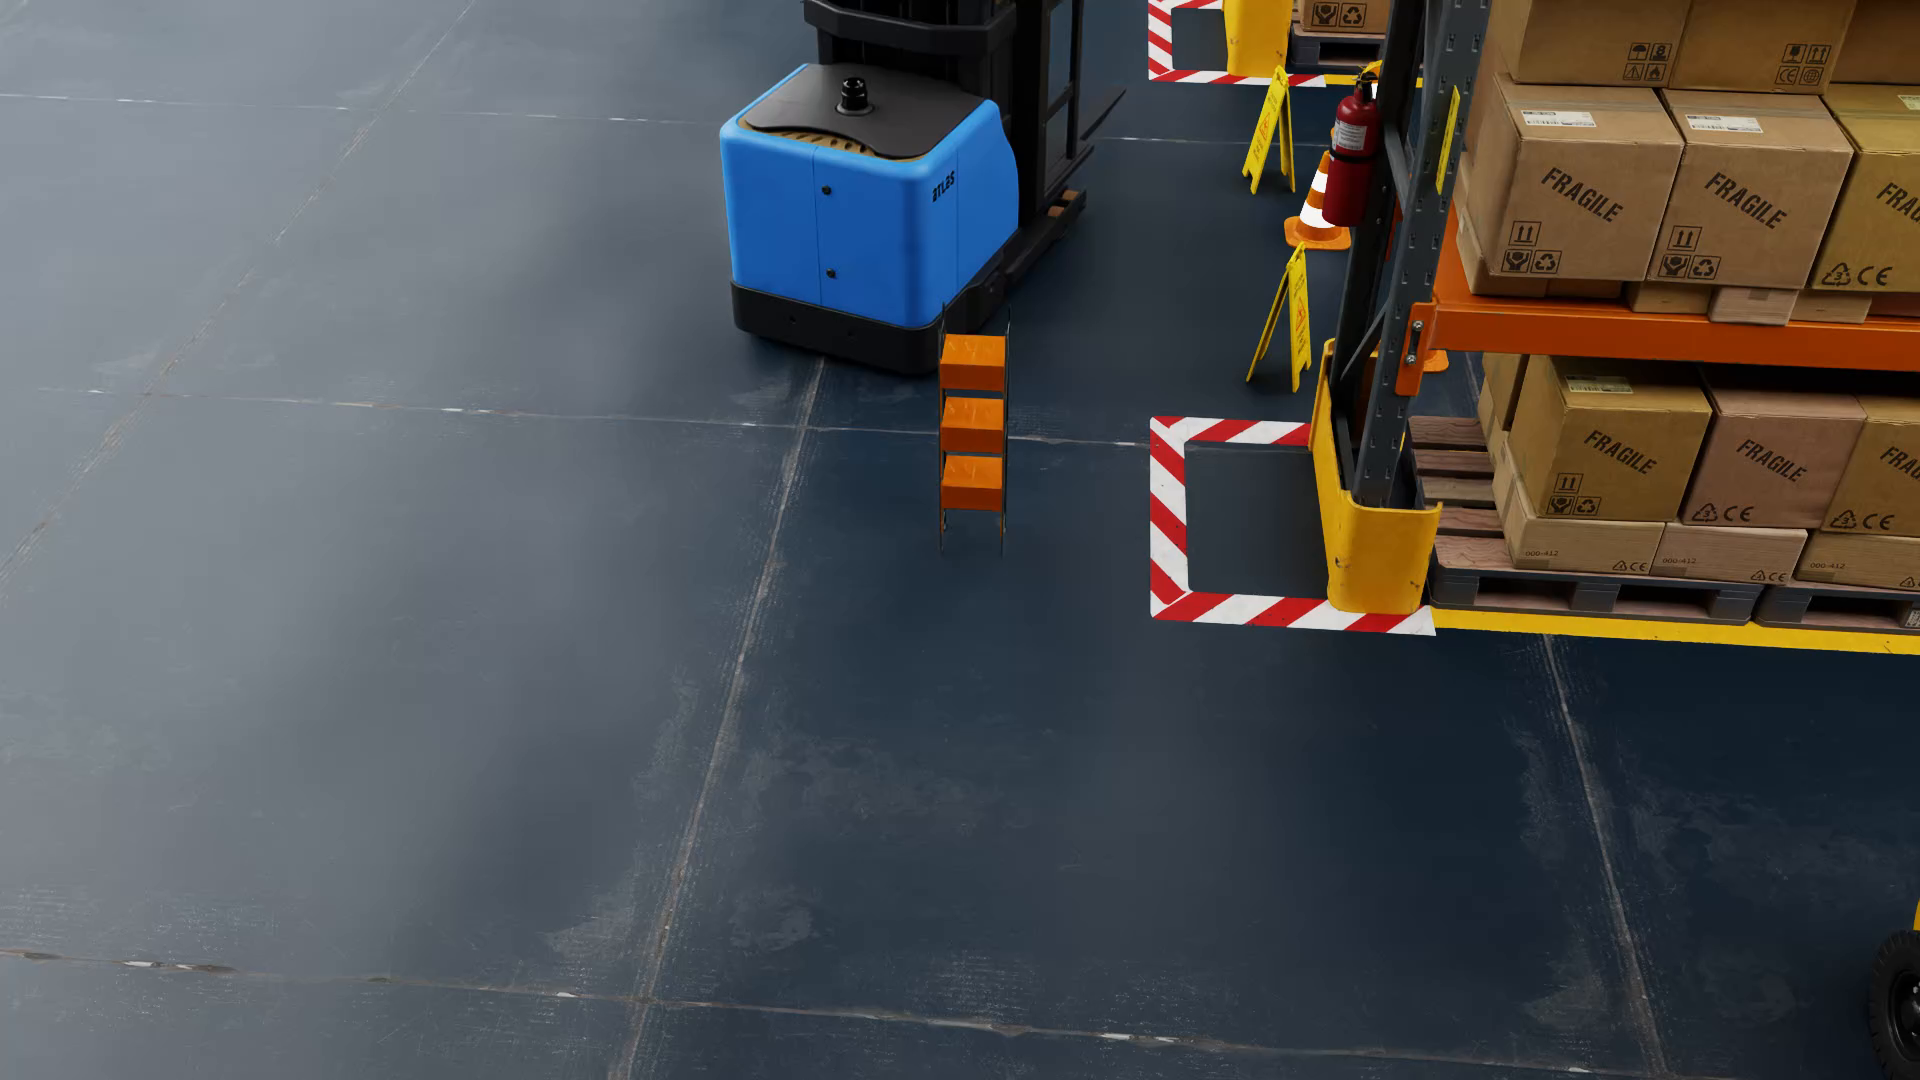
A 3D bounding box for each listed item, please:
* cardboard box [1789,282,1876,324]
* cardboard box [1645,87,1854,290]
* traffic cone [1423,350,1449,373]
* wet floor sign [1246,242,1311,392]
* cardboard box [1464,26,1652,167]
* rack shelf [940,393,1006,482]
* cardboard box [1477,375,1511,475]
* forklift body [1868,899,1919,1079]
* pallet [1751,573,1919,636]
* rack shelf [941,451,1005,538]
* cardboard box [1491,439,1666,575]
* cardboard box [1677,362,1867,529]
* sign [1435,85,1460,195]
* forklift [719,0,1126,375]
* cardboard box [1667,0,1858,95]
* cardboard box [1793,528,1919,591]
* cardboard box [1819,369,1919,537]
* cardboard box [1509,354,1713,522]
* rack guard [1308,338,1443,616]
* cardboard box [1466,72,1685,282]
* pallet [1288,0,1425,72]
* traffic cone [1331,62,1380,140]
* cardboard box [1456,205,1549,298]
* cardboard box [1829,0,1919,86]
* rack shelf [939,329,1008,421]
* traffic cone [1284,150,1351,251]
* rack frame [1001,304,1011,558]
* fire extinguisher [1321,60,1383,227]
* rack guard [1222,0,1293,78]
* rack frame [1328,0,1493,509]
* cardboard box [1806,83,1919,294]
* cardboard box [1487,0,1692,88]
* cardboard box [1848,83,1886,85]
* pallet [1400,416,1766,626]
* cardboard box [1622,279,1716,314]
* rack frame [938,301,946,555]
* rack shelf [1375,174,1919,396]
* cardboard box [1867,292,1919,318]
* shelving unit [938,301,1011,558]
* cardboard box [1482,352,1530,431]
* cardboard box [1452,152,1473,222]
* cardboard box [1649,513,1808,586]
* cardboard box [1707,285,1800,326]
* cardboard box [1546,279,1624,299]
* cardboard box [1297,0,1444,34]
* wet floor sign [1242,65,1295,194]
[{"bbox_3d":[2.908,-0.900,5.650,0.250,0.149,0.380,4,39,5],"label":"cardboard box"},{"bbox_3d":[2.532,-1.180,5.480,0.500,0.500,0.500,4,39,5],"label":"cardboard box"},{"bbox_3d":[2.107,-1.056,7.653,0.334,0.463,0.336,3,39,4],"label":"traffic cone"},{"bbox_3d":[1.471,-1.023,7.466,0.232,0.644,0.267,16,42,19],"label":"wet floor sign"},{"bbox_3d":[2.132,-1.550,5.935,0.500,0.500,0.500,2,39,3],"label":"cardboard box"},{"bbox_3d":[0.053,-0.396,6.393,0.240,0.259,0.215,3,39,4],"label":"rack shelf"},{"bbox_3d":[2.420,-0.473,6.771,0.500,0.250,0.500,3,39,4],"label":"cardboard box"},{"bbox_3d":[3.190,1.155,3.599,1.214,2.155,2.313,3,39,4],"label":"forklift body"},{"bbox_3d":[3.662,-0.032,6.594,1.213,0.211,1.003,3,39,4],"label":"pallet"},{"bbox_3d":[0.053,-0.180,6.568,0.240,0.259,0.215,3,39,4],"label":"rack shelf"},{"bbox_3d":[2.347,-0.131,6.352,0.500,0.250,0.500,3,39,3],"label":"cardboard box"},{"bbox_3d":[2.892,-0.395,6.082,0.500,0.500,0.500,2,39,2],"label":"cardboard box"},{"bbox_3d":[1.521,-1.247,5.191,0.005,0.325,0.100,3,39,4],"label":"sign"},{"bbox_3d":[0.014,-2.812,7.854,1.130,2.935,3.031,17,42,19],"label":"forklift"},{"bbox_3d":[2.599,-1.872,5.537,0.500,0.500,0.700,3,39,4],"label":"cardboard box"},{"bbox_3d":[3.400,-0.077,6.285,0.500,0.250,0.500,6,39,7],"label":"cardboard box"},{"bbox_3d":[3.392,-0.363,6.042,0.500,0.500,0.500,4,39,5],"label":"cardboard box"},{"bbox_3d":[2.371,-0.421,6.114,0.500,0.500,0.500,2,39,2],"label":"cardboard box"},{"bbox_3d":[1.643,-0.279,6.668,0.348,0.500,1.175,3,39,4],"label":"rack guard"},{"bbox_3d":[2.016,-1.206,5.512,0.500,0.500,0.500,3,39,3],"label":"cardboard box"},{"bbox_3d":[2.697,-3.295,10.602,1.213,0.211,1.003,3,39,4],"label":"pallet"},{"bbox_3d":[2.301,-2.465,9.383,0.334,0.463,0.336,3,39,4],"label":"traffic cone"},{"bbox_3d":[1.888,-1.006,5.780,0.250,0.149,0.380,3,39,4],"label":"cardboard box"},{"bbox_3d":[3.116,-1.908,5.583,0.500,0.500,0.700,3,39,3],"label":"cardboard box"},{"bbox_3d":[0.053,-0.616,6.214,0.240,0.259,0.215,3,39,4],"label":"rack shelf"},{"bbox_3d":[1.864,-1.773,8.533,0.334,0.463,0.336,3,39,4],"label":"traffic cone"},{"bbox_3d":[0.175,-0.398,6.378,0.008,1.050,0.200,3,39,4],"label":"rack frame"},{"bbox_3d":[1.493,-1.518,6.272,0.183,0.674,0.296,3,39,4],"label":"fire extinguisher"},{"bbox_3d":[1.870,-3.403,10.506,0.348,0.500,1.175,3,39,4],"label":"rack guard"},{"bbox_3d":[1.568,-1.252,5.884,0.127,3.000,1.000,3,39,4],"label":"rack frame"},{"bbox_3d":[3.040,-1.153,5.447,0.500,0.500,0.500,2,39,3],"label":"cardboard box"},{"bbox_3d":[2.095,-1.904,5.577,0.500,0.500,0.700,2,39,3],"label":"cardboard box"},{"bbox_3d":[3.129,-1.491,5.862,0.500,0.500,0.500,3,39,4],"label":"cardboard box"},{"bbox_3d":[2.450,-0.100,6.677,1.213,0.211,1.003,3,39,4],"label":"pallet"},{"bbox_3d":[2.398,-0.936,5.694,0.250,0.149,0.380,2,39,2],"label":"cardboard box"},{"bbox_3d":[-0.068,-0.411,6.394,0.008,1.050,0.200,3,39,4],"label":"rack frame"},{"bbox_3d":[3.560,-0.864,5.977,4.000,0.370,1.077,3,39,4],"label":"rack shelf"},{"bbox_3d":[3.176,-0.924,5.679,0.250,0.149,0.380,4,39,5],"label":"cardboard box"},{"bbox_3d":[0.053,-0.404,6.386,0.252,1.050,0.215,3,39,4],"label":"shelving unit"},{"bbox_3d":[2.388,-0.760,6.530,0.500,0.500,0.500,3,39,4],"label":"cardboard box"},{"bbox_3d":[1.959,-1.269,6.103,0.250,0.149,0.380,4,39,5],"label":"cardboard box"},{"bbox_3d":[2.855,-0.098,6.312,0.500,0.250,0.500,4,39,5],"label":"cardboard box"},{"bbox_3d":[2.647,-0.893,5.642,0.250,0.149,0.380,4,39,5],"label":"cardboard box"},{"bbox_3d":[2.141,-1.002,5.775,0.250,0.149,0.380,4,39,5],"label":"cardboard box"},{"bbox_3d":[2.575,-3.715,10.259,0.875,0.875,0.875,3,39,4],"label":"cardboard box"},{"bbox_3d":[1.694,-2.214,8.931,0.232,0.644,0.267,-3,39,-4],"label":"wet floor sign"}]
